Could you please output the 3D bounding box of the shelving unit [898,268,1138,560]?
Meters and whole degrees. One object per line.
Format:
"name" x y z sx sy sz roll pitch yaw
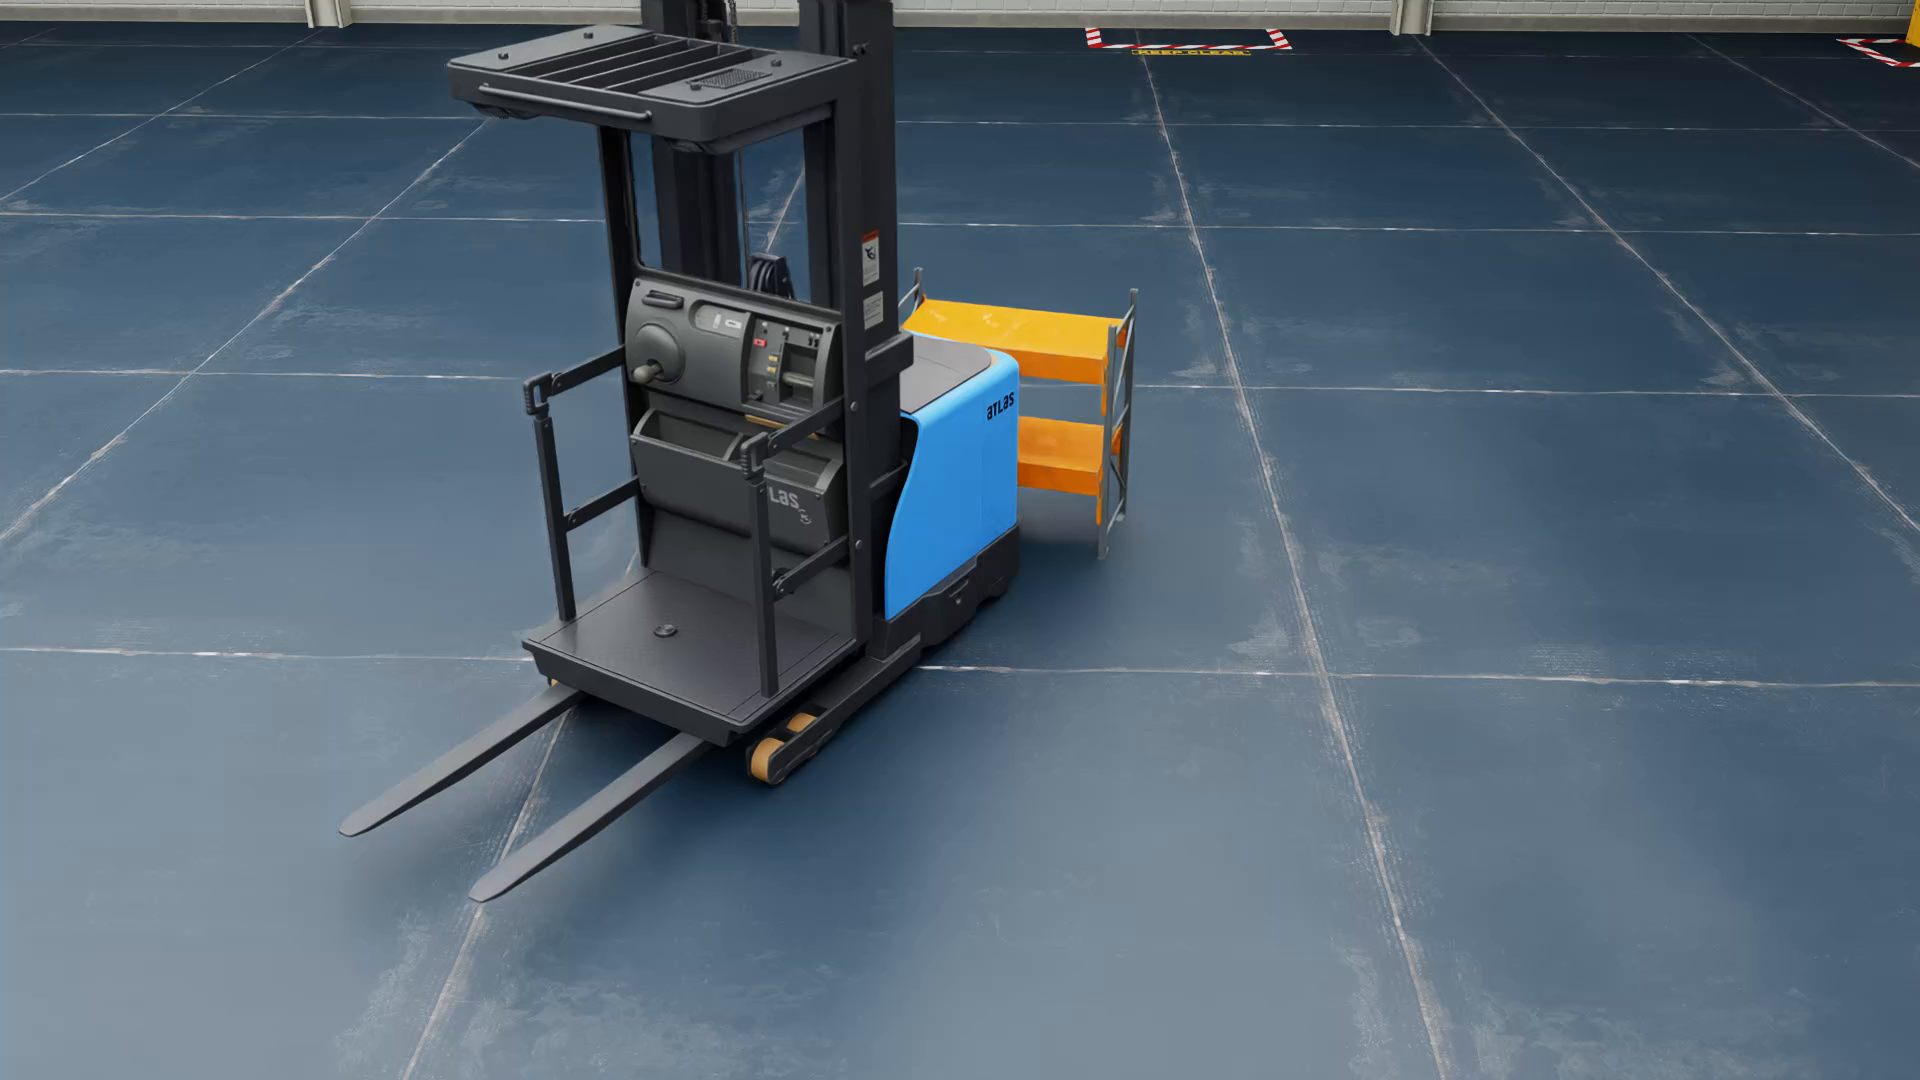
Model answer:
"shelving unit" 0.228 -0.589 7.660 1.048 1.125 0.538 8 29 15

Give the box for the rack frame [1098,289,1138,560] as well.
"rack frame" 0.715 -0.521 7.531 0.032 1.125 0.500 8 29 15

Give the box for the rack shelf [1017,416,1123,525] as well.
"rack shelf" 0.228 -0.373 7.774 1.000 0.278 0.538 8 29 15

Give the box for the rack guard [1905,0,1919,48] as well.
"rack guard" 10.282 -5.305 17.223 0.348 0.500 1.175 1 28 2

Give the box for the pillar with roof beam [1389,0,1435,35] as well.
"pillar with roof beam" 4.788 -7.539 12.363 0.400 9.000 9.100 1 28 2

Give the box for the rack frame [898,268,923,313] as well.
"rack frame" -0.259 -0.657 7.789 0.032 1.125 0.500 8 29 15

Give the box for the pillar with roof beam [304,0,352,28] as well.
"pillar with roof beam" -7.205 -7.737 12.737 0.400 9.000 9.100 1 28 2

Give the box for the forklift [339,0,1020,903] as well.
"forklift" -0.953 -0.656 5.858 1.130 2.935 3.031 17 32 28

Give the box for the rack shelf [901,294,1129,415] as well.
"rack shelf" 0.228 -0.847 7.523 1.000 0.278 0.538 8 29 15
